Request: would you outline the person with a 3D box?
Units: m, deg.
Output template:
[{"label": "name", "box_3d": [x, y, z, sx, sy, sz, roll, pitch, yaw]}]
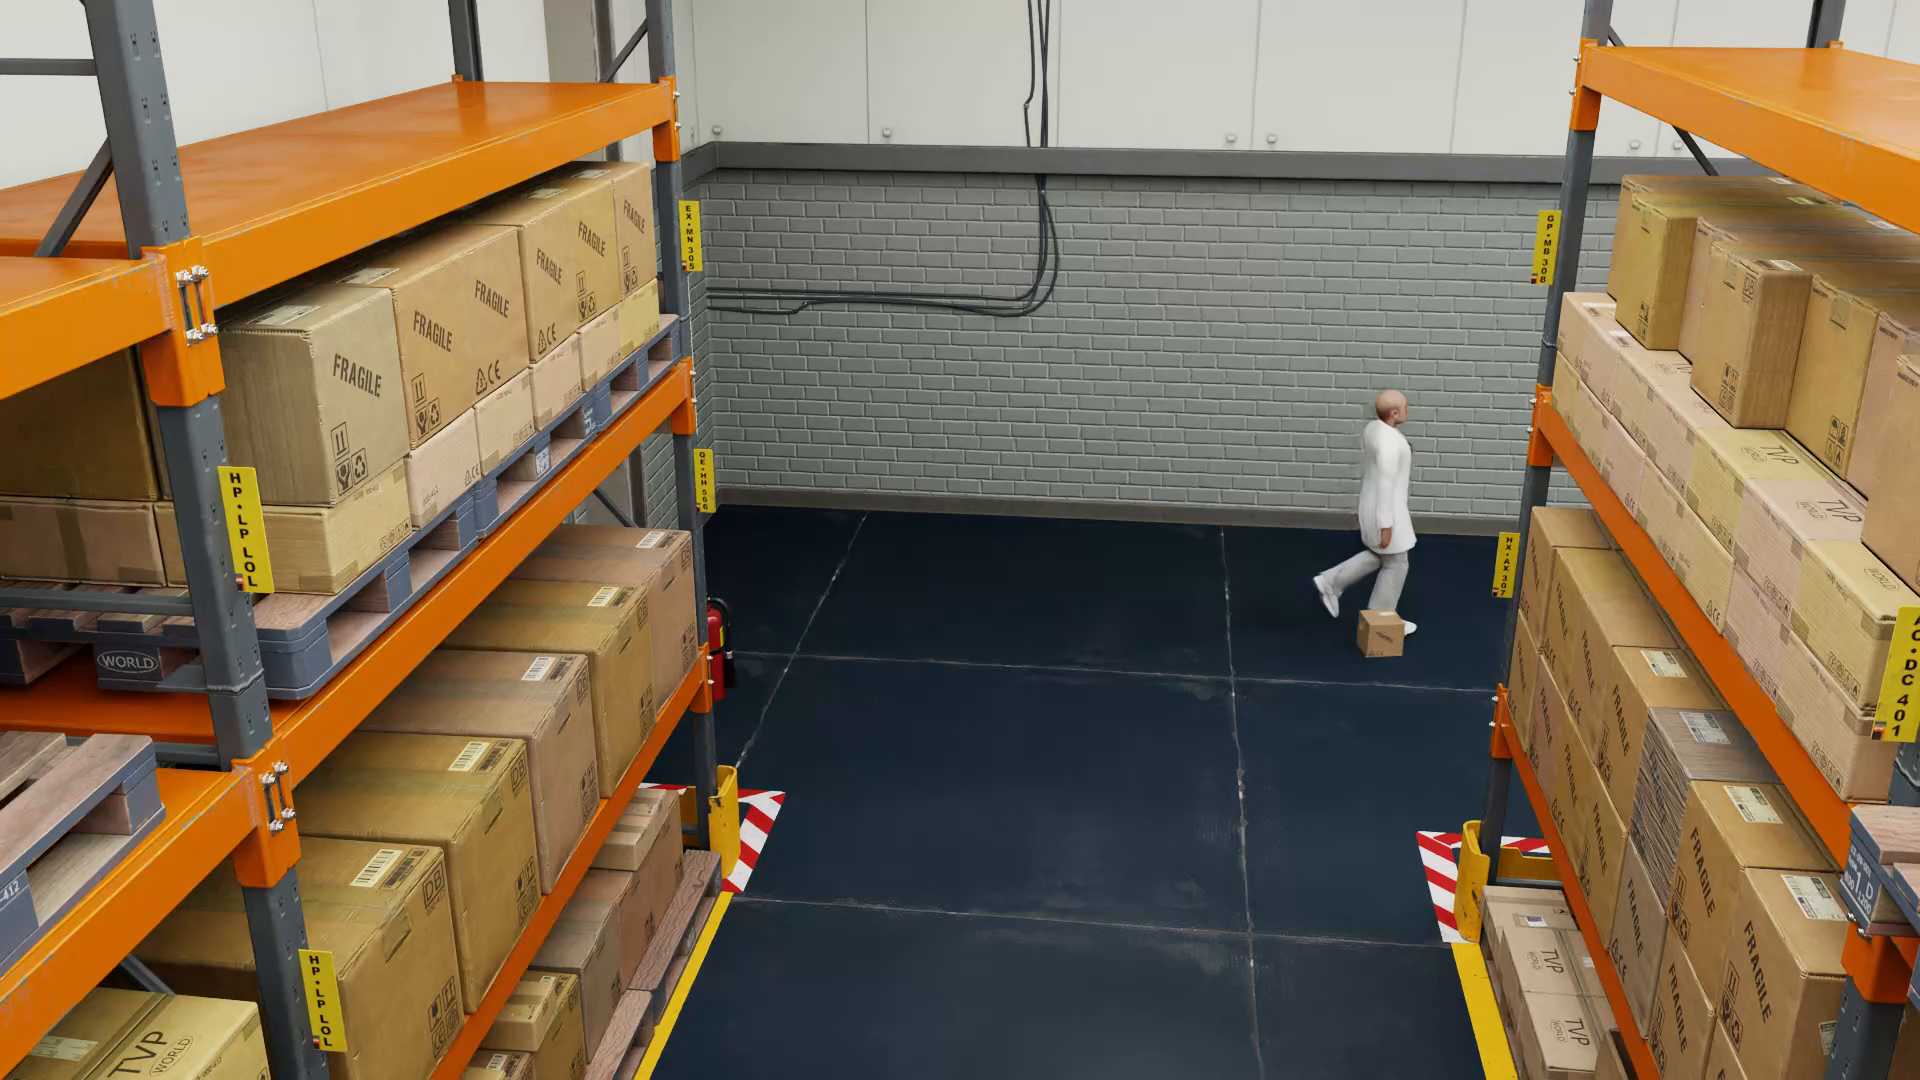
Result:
[{"label": "person", "box_3d": [2.872, -0.193, 11.554, 0.725, 1.761, 0.603, 0, 21, -1]}]
